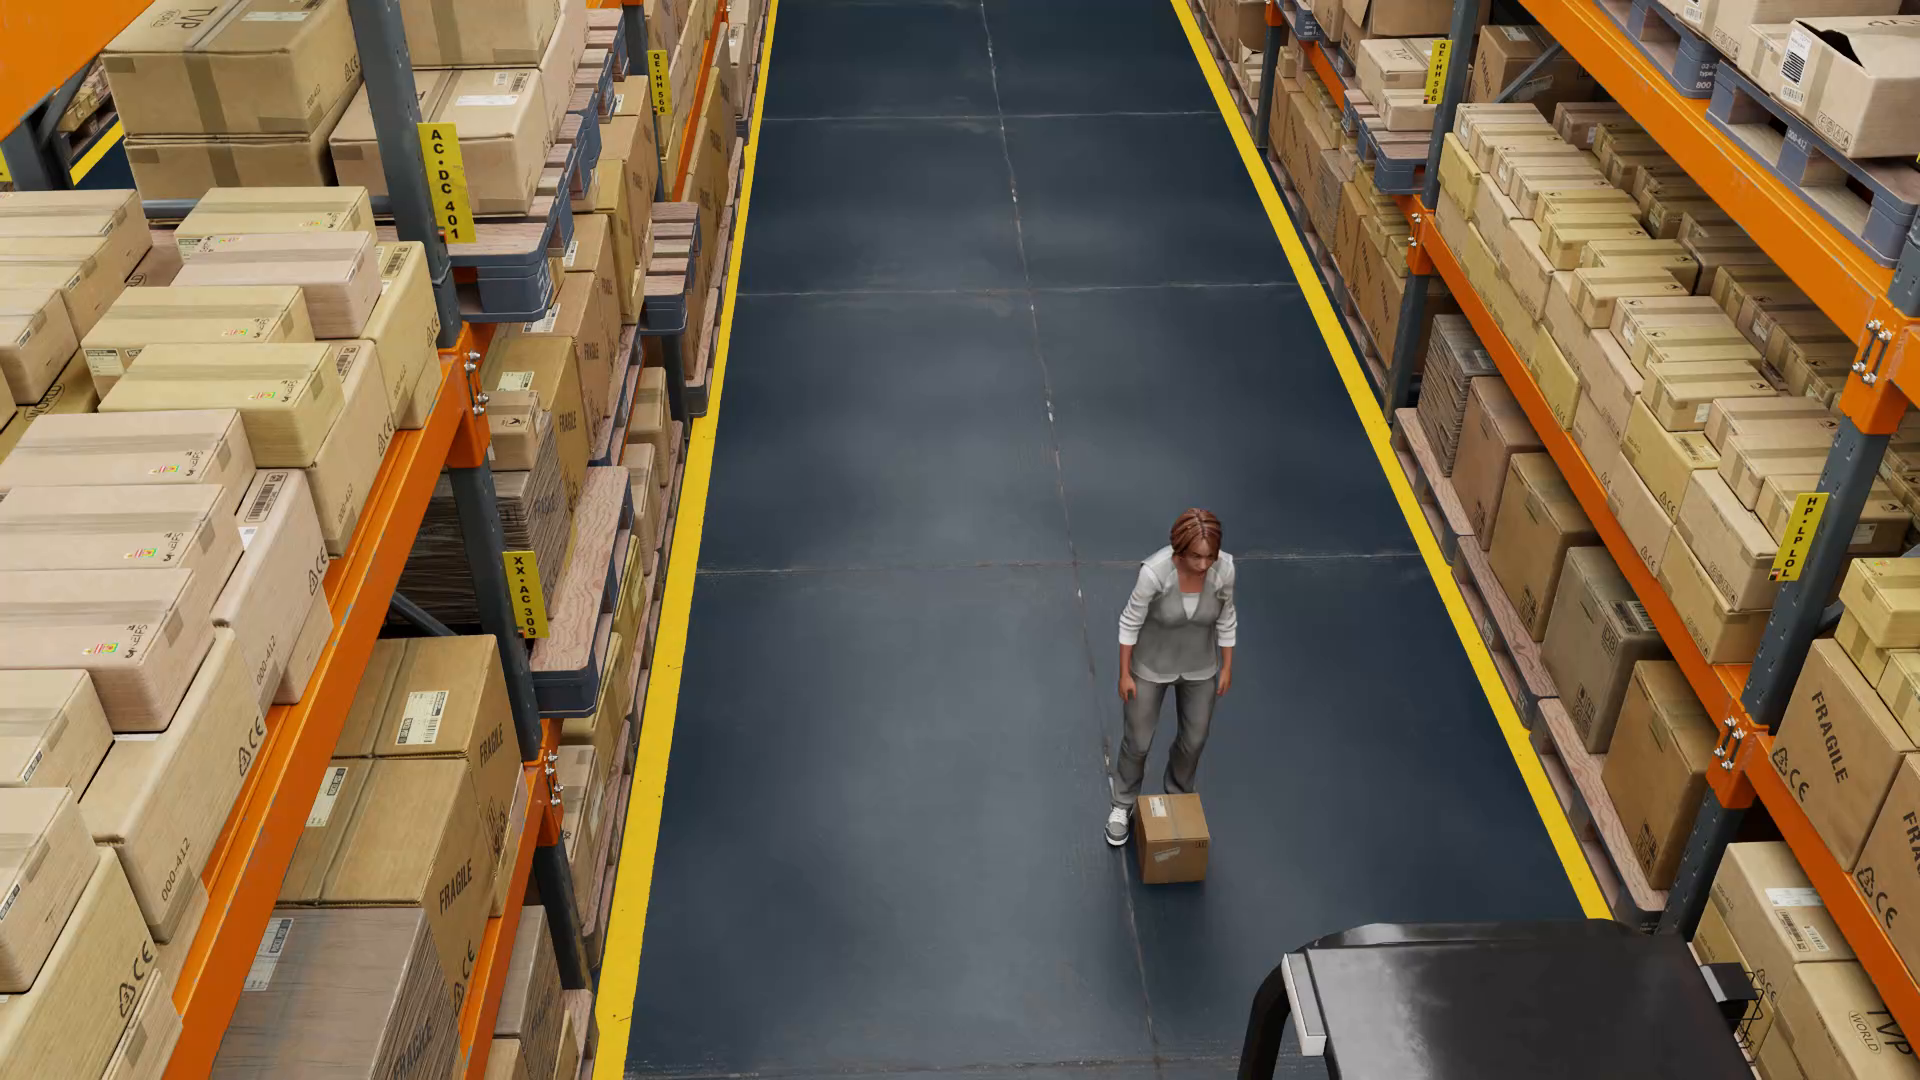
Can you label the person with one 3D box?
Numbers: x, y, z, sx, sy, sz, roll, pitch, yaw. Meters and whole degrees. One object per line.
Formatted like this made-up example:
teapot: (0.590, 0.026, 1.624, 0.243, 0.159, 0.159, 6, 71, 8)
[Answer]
person: (0.831, 0.516, 6.484, 0.483, 1.592, 0.347, -4, 36, -5)
